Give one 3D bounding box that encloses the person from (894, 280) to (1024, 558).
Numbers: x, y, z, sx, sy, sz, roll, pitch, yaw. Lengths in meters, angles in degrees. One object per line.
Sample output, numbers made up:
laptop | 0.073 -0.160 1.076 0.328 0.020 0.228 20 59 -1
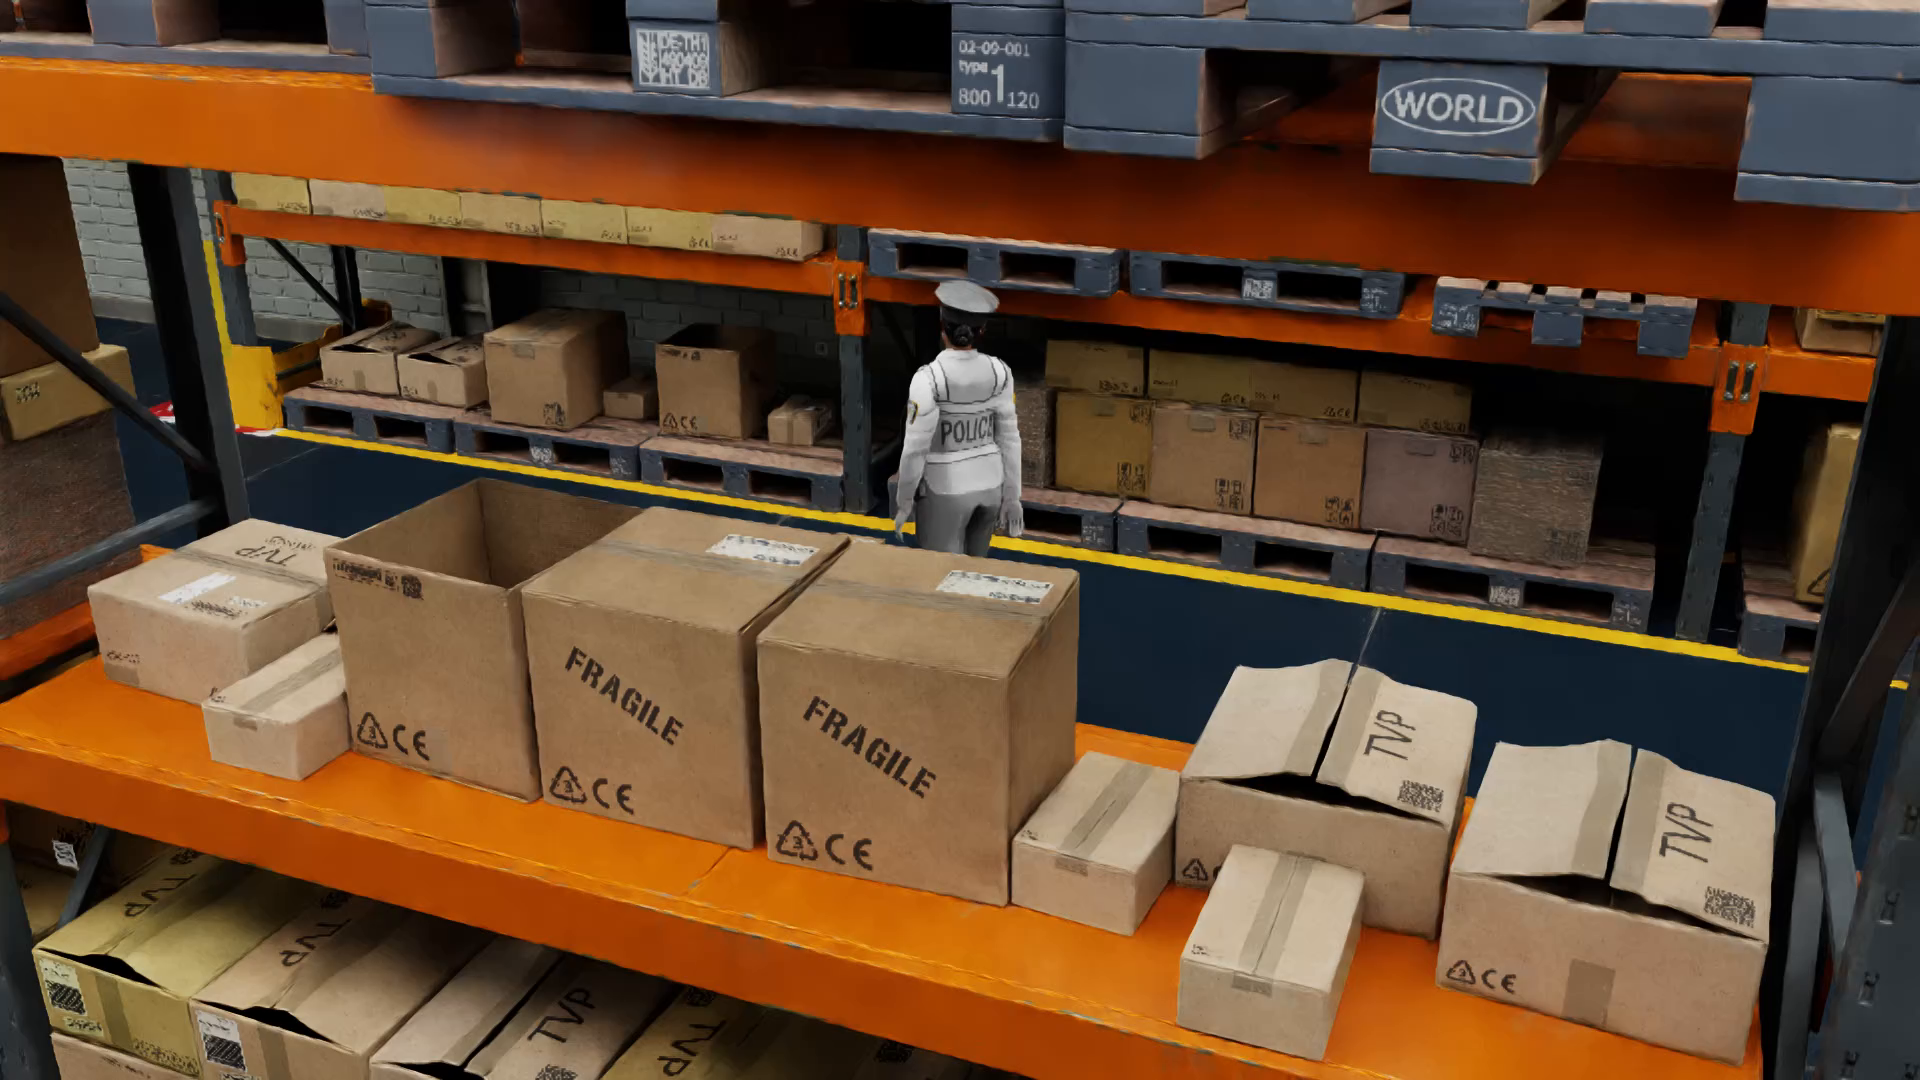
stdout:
person | -0.013 -0.132 6.387 0.556 1.669 0.576 -15 27 -32
